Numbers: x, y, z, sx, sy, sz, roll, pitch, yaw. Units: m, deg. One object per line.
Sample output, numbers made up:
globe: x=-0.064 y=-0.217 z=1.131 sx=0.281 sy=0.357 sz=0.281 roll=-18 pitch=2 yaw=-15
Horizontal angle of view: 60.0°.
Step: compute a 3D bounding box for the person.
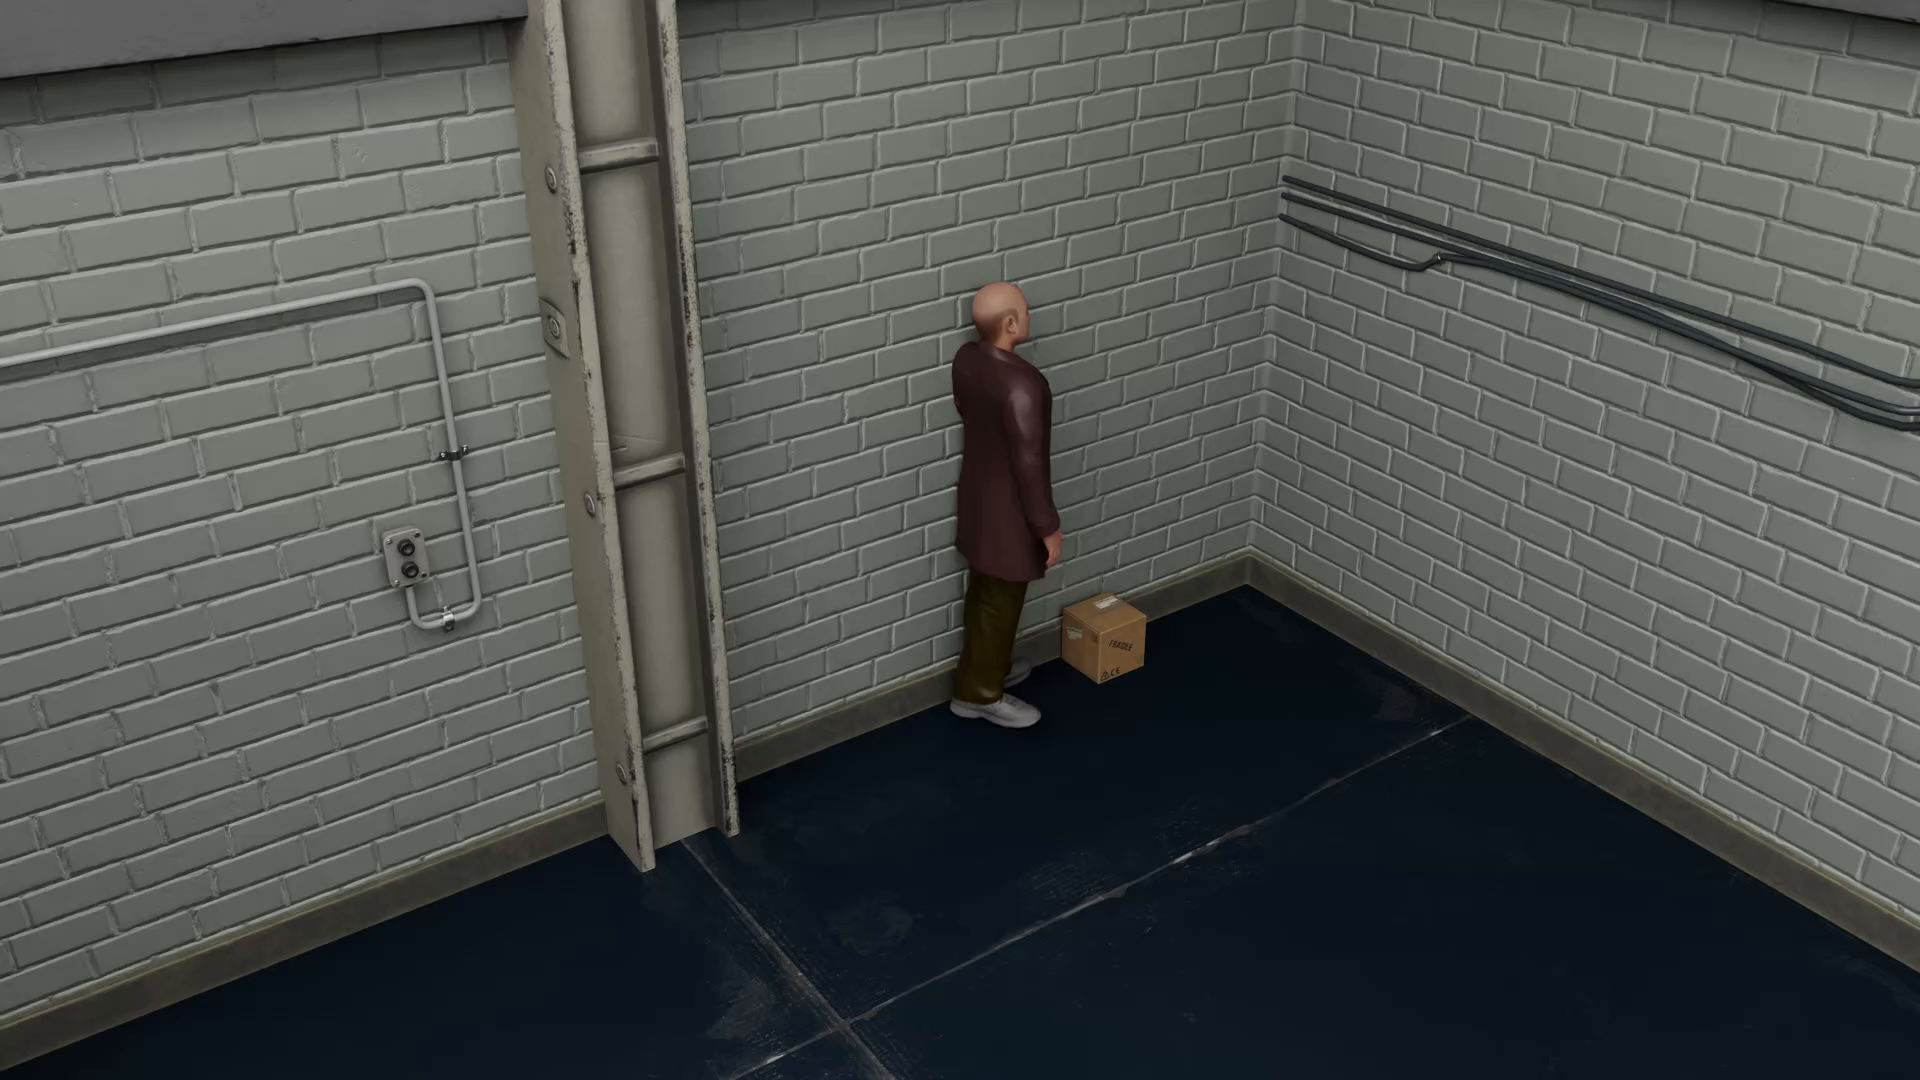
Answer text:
person: x=0.163 y=-0.127 z=6.340 sx=0.450 sy=1.778 sz=0.647 roll=-14 pitch=31 yaw=-24
